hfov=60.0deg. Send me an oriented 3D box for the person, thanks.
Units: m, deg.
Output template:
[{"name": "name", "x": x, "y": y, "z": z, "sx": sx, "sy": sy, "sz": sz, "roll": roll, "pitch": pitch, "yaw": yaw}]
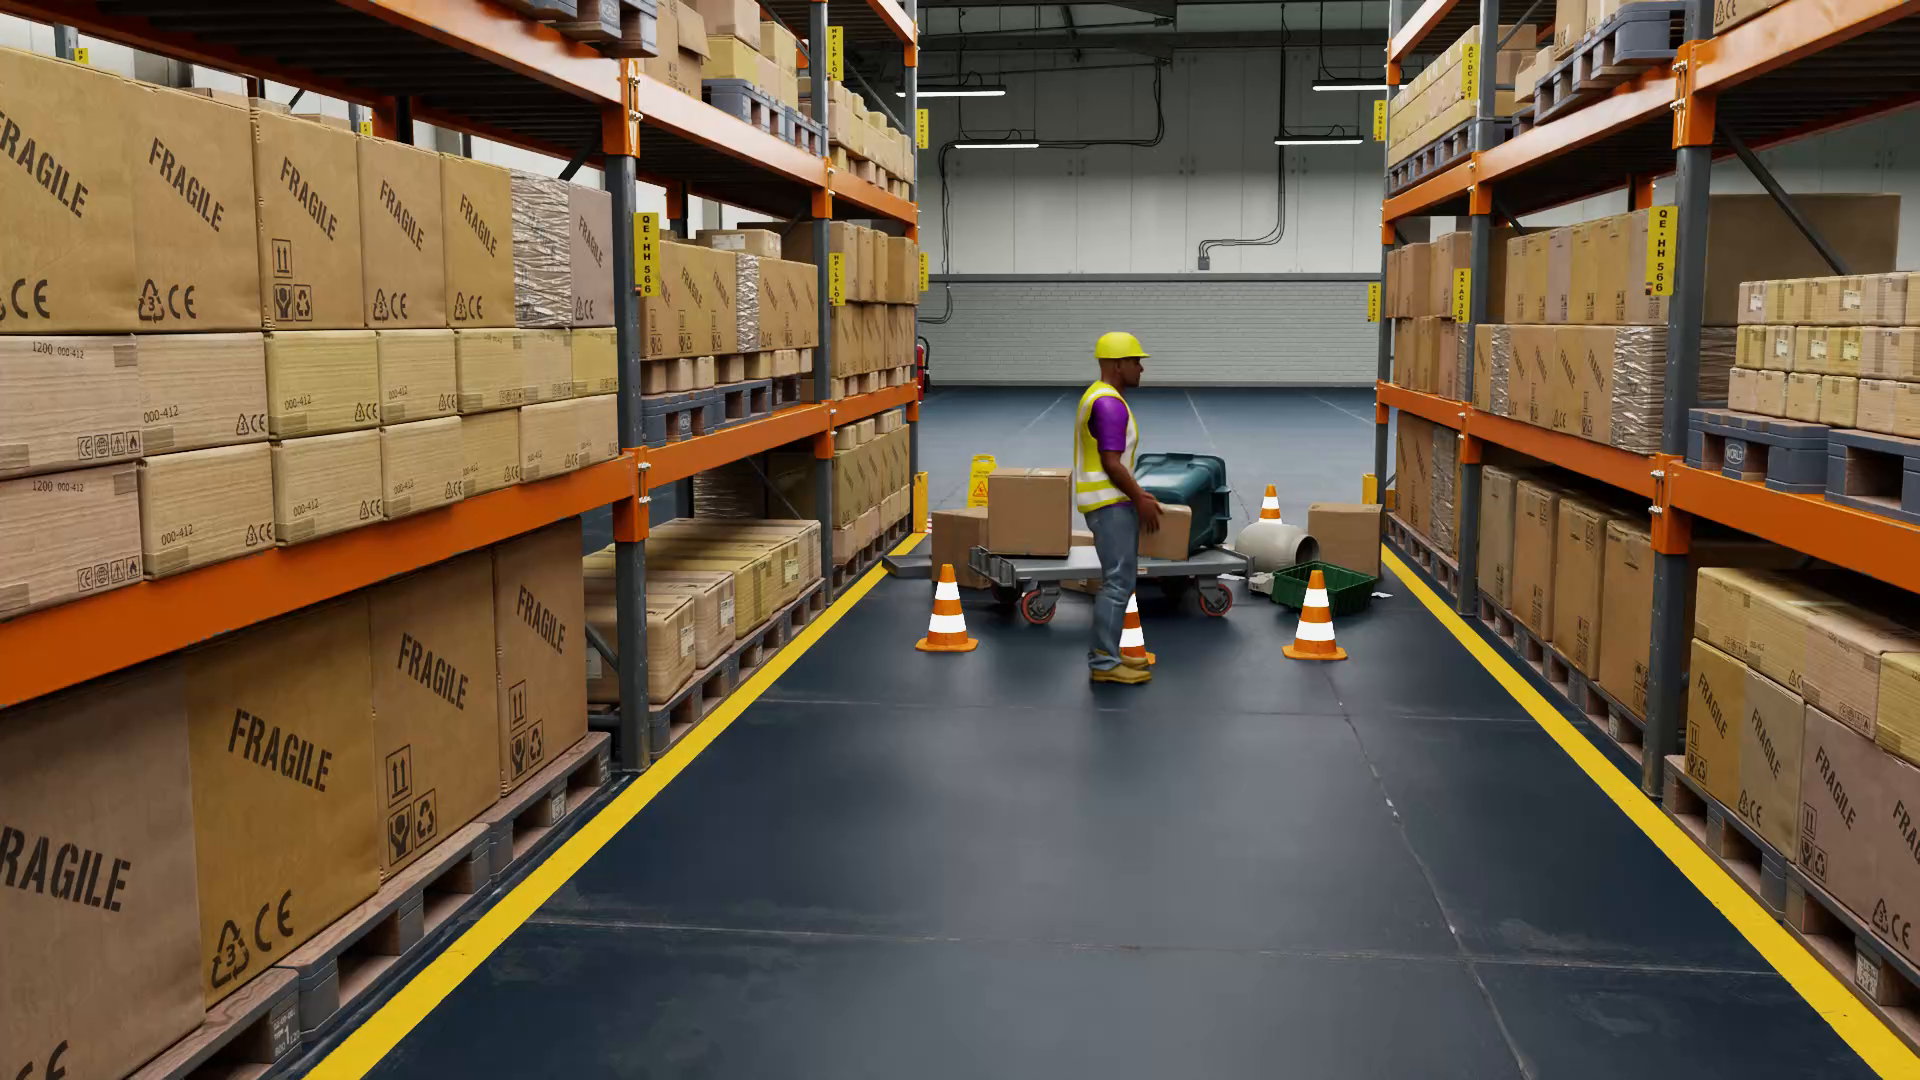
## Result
[{"name": "person", "x": 0.807, "y": -0.174, "z": 8.515, "sx": 0.458, "sy": 1.767, "sz": 0.575, "roll": 1, "pitch": 8, "yaw": 5}]
